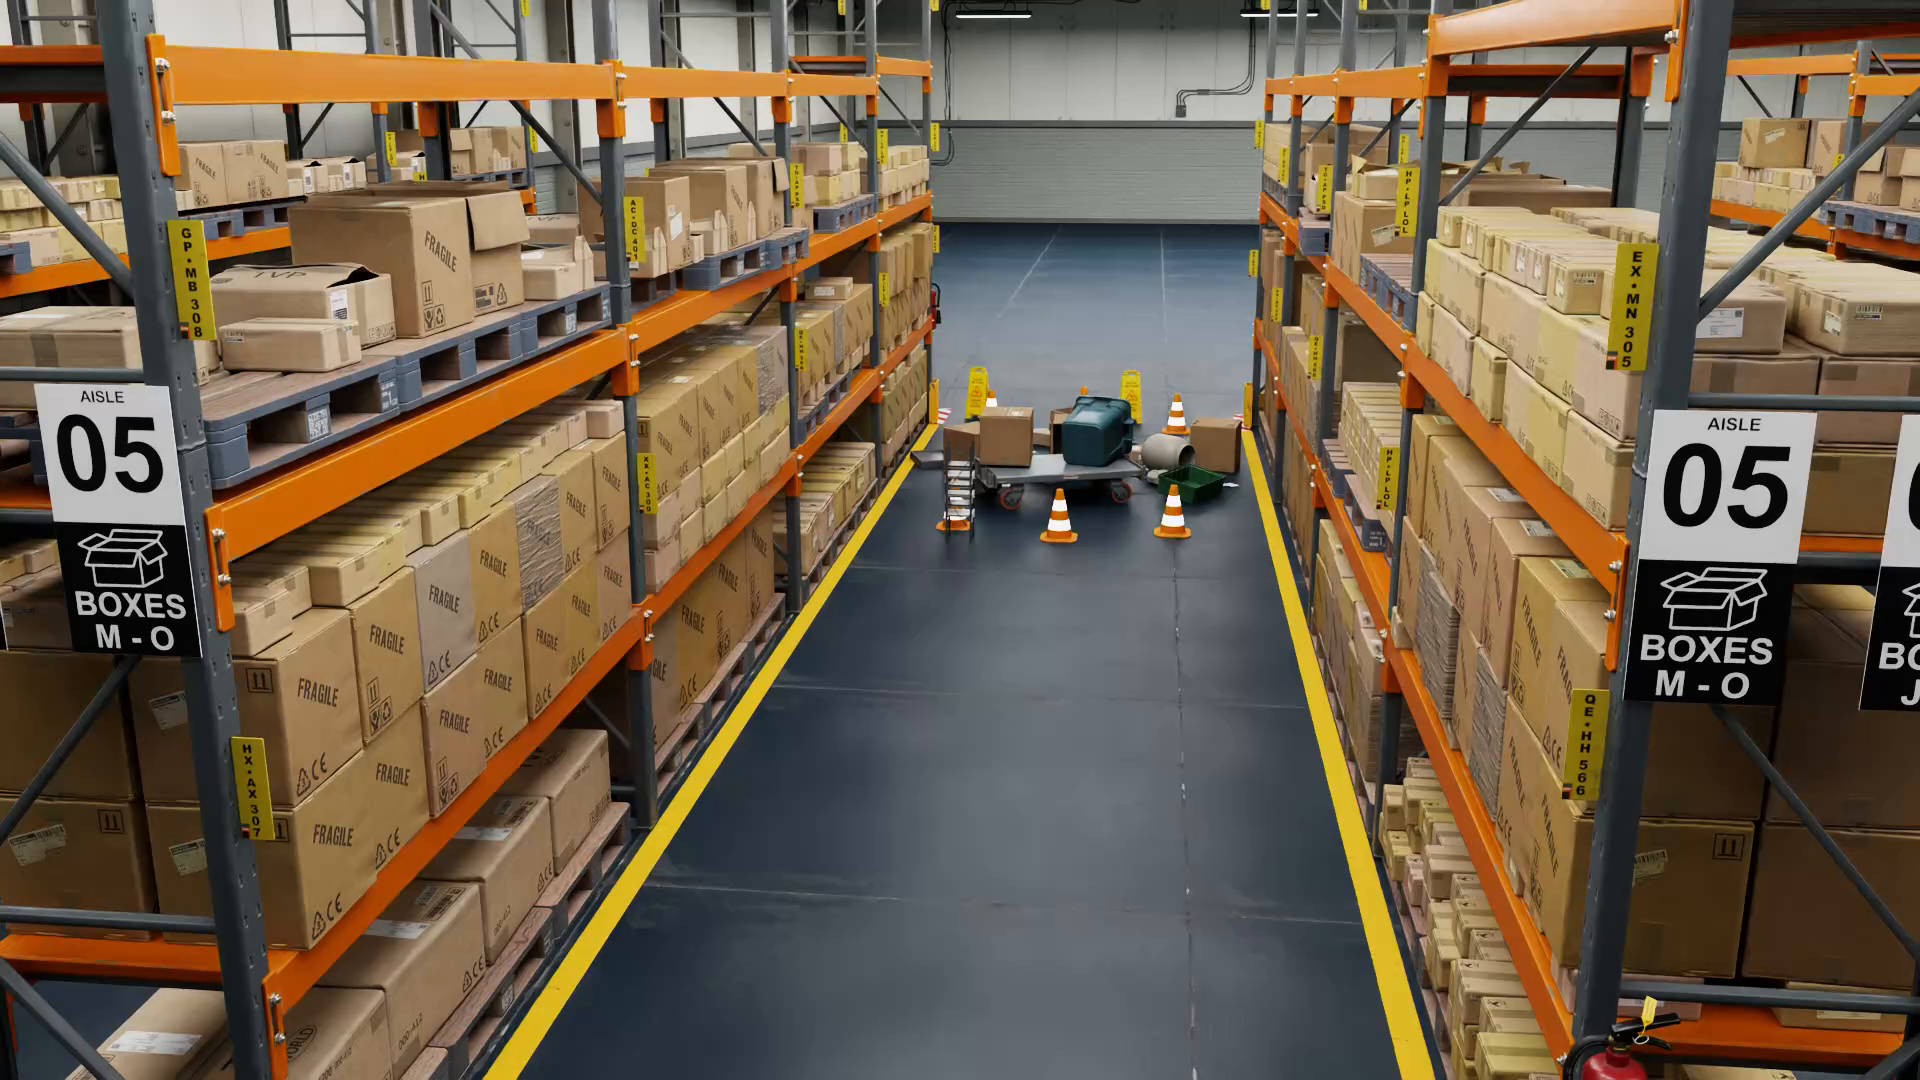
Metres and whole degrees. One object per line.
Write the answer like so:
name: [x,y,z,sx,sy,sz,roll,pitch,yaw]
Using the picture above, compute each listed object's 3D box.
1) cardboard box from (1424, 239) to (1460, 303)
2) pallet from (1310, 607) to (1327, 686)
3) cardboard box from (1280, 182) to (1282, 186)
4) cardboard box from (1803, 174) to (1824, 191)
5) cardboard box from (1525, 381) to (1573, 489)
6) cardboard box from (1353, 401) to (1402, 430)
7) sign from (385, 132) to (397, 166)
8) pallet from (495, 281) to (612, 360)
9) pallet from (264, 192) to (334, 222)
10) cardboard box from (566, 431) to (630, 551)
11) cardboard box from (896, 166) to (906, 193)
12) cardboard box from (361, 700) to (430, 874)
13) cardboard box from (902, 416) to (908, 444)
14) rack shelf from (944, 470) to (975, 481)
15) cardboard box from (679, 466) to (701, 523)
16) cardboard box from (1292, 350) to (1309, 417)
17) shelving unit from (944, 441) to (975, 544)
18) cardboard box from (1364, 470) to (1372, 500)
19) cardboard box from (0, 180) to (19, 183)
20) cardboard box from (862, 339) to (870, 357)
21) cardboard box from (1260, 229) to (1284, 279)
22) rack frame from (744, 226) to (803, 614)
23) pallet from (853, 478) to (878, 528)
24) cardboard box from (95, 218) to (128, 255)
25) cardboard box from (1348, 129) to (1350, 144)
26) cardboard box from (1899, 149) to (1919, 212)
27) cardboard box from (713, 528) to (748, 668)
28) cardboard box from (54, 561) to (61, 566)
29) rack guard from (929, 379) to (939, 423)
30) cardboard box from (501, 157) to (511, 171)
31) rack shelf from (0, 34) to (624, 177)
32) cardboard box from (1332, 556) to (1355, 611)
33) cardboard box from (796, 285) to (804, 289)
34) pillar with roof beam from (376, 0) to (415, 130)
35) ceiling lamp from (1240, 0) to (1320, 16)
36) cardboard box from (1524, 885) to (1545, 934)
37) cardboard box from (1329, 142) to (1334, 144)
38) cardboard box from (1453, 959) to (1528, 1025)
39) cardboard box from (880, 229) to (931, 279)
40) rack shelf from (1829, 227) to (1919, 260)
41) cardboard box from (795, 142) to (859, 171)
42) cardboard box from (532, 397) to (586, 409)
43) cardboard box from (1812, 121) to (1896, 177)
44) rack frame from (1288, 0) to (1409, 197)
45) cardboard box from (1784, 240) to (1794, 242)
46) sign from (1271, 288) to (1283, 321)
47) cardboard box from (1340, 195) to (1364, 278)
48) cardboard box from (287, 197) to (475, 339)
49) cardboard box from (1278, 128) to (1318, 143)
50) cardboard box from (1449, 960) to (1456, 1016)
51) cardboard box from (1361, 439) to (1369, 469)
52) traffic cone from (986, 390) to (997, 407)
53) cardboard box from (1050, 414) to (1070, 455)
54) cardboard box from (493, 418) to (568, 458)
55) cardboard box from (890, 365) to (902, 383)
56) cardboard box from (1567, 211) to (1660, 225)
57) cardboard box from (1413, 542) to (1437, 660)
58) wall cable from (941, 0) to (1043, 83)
cardboard box: [2.433,-1.237,7.662,0.500,0.250,0.500,2,15,8]
pallet: [3.087,0.773,11.986,1.003,0.211,1.213,2,15,6]
cardboard box: [3.407,-3.627,16.656,0.380,0.149,0.250,2,15,7]
cardboard box: [8.358,-3.436,15.987,0.380,0.149,0.250,1,15,3]
cardboard box: [2.113,-0.335,5.282,0.500,0.250,0.500,2,15,6]
cardboard box: [2.842,-0.828,11.103,0.380,0.149,0.250,1,15,4]
sign: [-5.694,-3.914,16.638,0.100,0.325,0.005,2,15,6]
pallet: [-2.307,-1.051,7.814,1.003,0.211,1.213,2,15,6]
pallet: [-6.321,-3.204,15.974,0.805,0.209,1.217,1,15,4]
cardboard box: [-1.983,-0.258,8.351,0.500,0.500,0.500,2,15,6]
cardboard box: [-0.862,-3.821,17.607,0.500,0.250,0.500,2,15,7]
cardboard box: [-2.287,0.883,6.045,0.500,0.500,0.500,1,15,5]
cardboard box: [-0.861,-1.229,18.514,0.500,0.250,0.500,1,15,6]
rack shelf: [-0.001,-0.574,15.086,0.258,0.077,0.200,2,15,6]
cardboard box: [-1.844,-0.268,9.826,0.500,0.250,0.500,2,15,7]
cardboard box: [3.129,-1.341,14.270,0.500,0.500,0.500,2,15,7]
shelving unit: [-0.001,-0.432,15.125,0.258,0.900,0.210,2,15,6]
cardboard box: [2.747,-0.336,10.421,0.380,0.149,0.250,1,15,4]
cardboard box: [-7.086,-2.536,12.089,0.380,0.149,0.250,2,15,6]
cardboard box: [-1.086,-1.872,16.105,0.380,0.149,0.250,2,15,7]
cardboard box: [3.999,-3.349,19.533,0.875,0.550,0.550,2,15,6]
rack frame: [-1.753,-0.895,12.814,1.000,3.000,0.127,2,15,6]
pallet: [-1.388,-0.385,16.268,1.003,0.211,1.213,2,15,6]
cardboard box: [-6.502,-2.276,12.460,0.500,0.250,0.500,1,15,4]
cardboard box: [4.092,-4.058,16.721,0.380,0.149,0.250,1,15,5]
cardboard box: [8.288,-2.978,13.767,0.797,0.503,0.637,2,15,9]
cardboard box: [-2.018,0.336,11.528,0.875,0.875,0.875,2,15,7]
cardboard box: [-6.643,0.345,12.212,0.500,0.500,0.500,2,15,9]
rack guard: [-0.859,-1.744,20.741,1.175,0.500,0.348,2,15,6]
cardboard box: [-5.575,-4.469,19.770,0.380,0.149,0.250,1,15,5]
rack shelf: [-2.430,-1.695,6.422,1.077,0.370,4.000,2,15,6]
cardboard box: [2.733,0.298,10.950,0.500,0.250,0.500,2,15,7]
cardboard box: [-1.640,-2.214,16.125,0.500,0.500,0.500,2,15,8]
pillar with roof beam: [-2.479,-5.730,19.203,9.100,9.000,0.400,2,15,6]
ceiling lamp: [8.254,-15.096,42.656,2.000,3.185,0.800,2,15,6]
cardboard box: [2.109,1.199,5.551,0.380,0.149,0.250,2,15,6]
cardboard box: [4.073,-3.964,17.136,0.500,0.250,0.500,2,15,6]
cardboard box: [2.138,1.770,6.475,0.380,0.149,0.250,2,15,8]
cardboard box: [-0.711,-3.239,18.806,0.700,0.500,0.500,2,15,6]
rack shelf: [8.319,-2.223,13.355,1.077,0.370,4.000,2,15,6]
cardboard box: [-1.241,-3.598,15.589,0.500,0.250,0.500,2,15,8]
cardboard box: [-2.404,-0.512,9.289,0.500,0.500,0.500,2,15,8]
cardboard box: [8.342,-3.646,15.522,0.500,0.500,0.500,1,15,5]
rack frame: [3.628,-4.709,15.425,1.000,3.000,0.127,2,15,6]
cardboard box: [8.545,-2.959,17.769,0.500,0.500,0.500,2,15,6]
sign: [3.076,-2.285,16.144,0.100,0.325,0.005,2,15,6]
cardboard box: [2.799,-2.002,10.968,0.500,0.500,0.500,2,15,6]
cardboard box: [-2.279,-1.086,6.585,0.500,0.500,0.500,2,15,7]
cardboard box: [3.466,-4.143,17.035,0.380,0.149,0.250,2,15,6]
cardboard box: [2.200,1.848,6.755,0.380,0.149,0.250,2,15,9]
cardboard box: [2.779,-0.547,10.634,0.380,0.149,0.250,2,15,6]
traffic cone: [0.383,-1.596,20.265,0.336,0.463,0.334,2,15,6]
cardboard box: [1.370,-1.058,17.937,0.797,0.637,0.503,2,15,6]
cardboard box: [-2.098,-0.483,7.940,0.380,0.149,0.250,2,15,6]
cardboard box: [-0.837,-1.792,17.915,0.380,0.149,0.250,2,15,8]
cardboard box: [2.942,-1.389,7.461,0.380,0.149,0.250,2,15,8]
cardboard box: [2.370,0.320,7.560,0.500,0.500,0.500,2,15,6]
wall cable: [0.963,-15.222,50.580,3.097,2.526,0.112,2,15,6]
